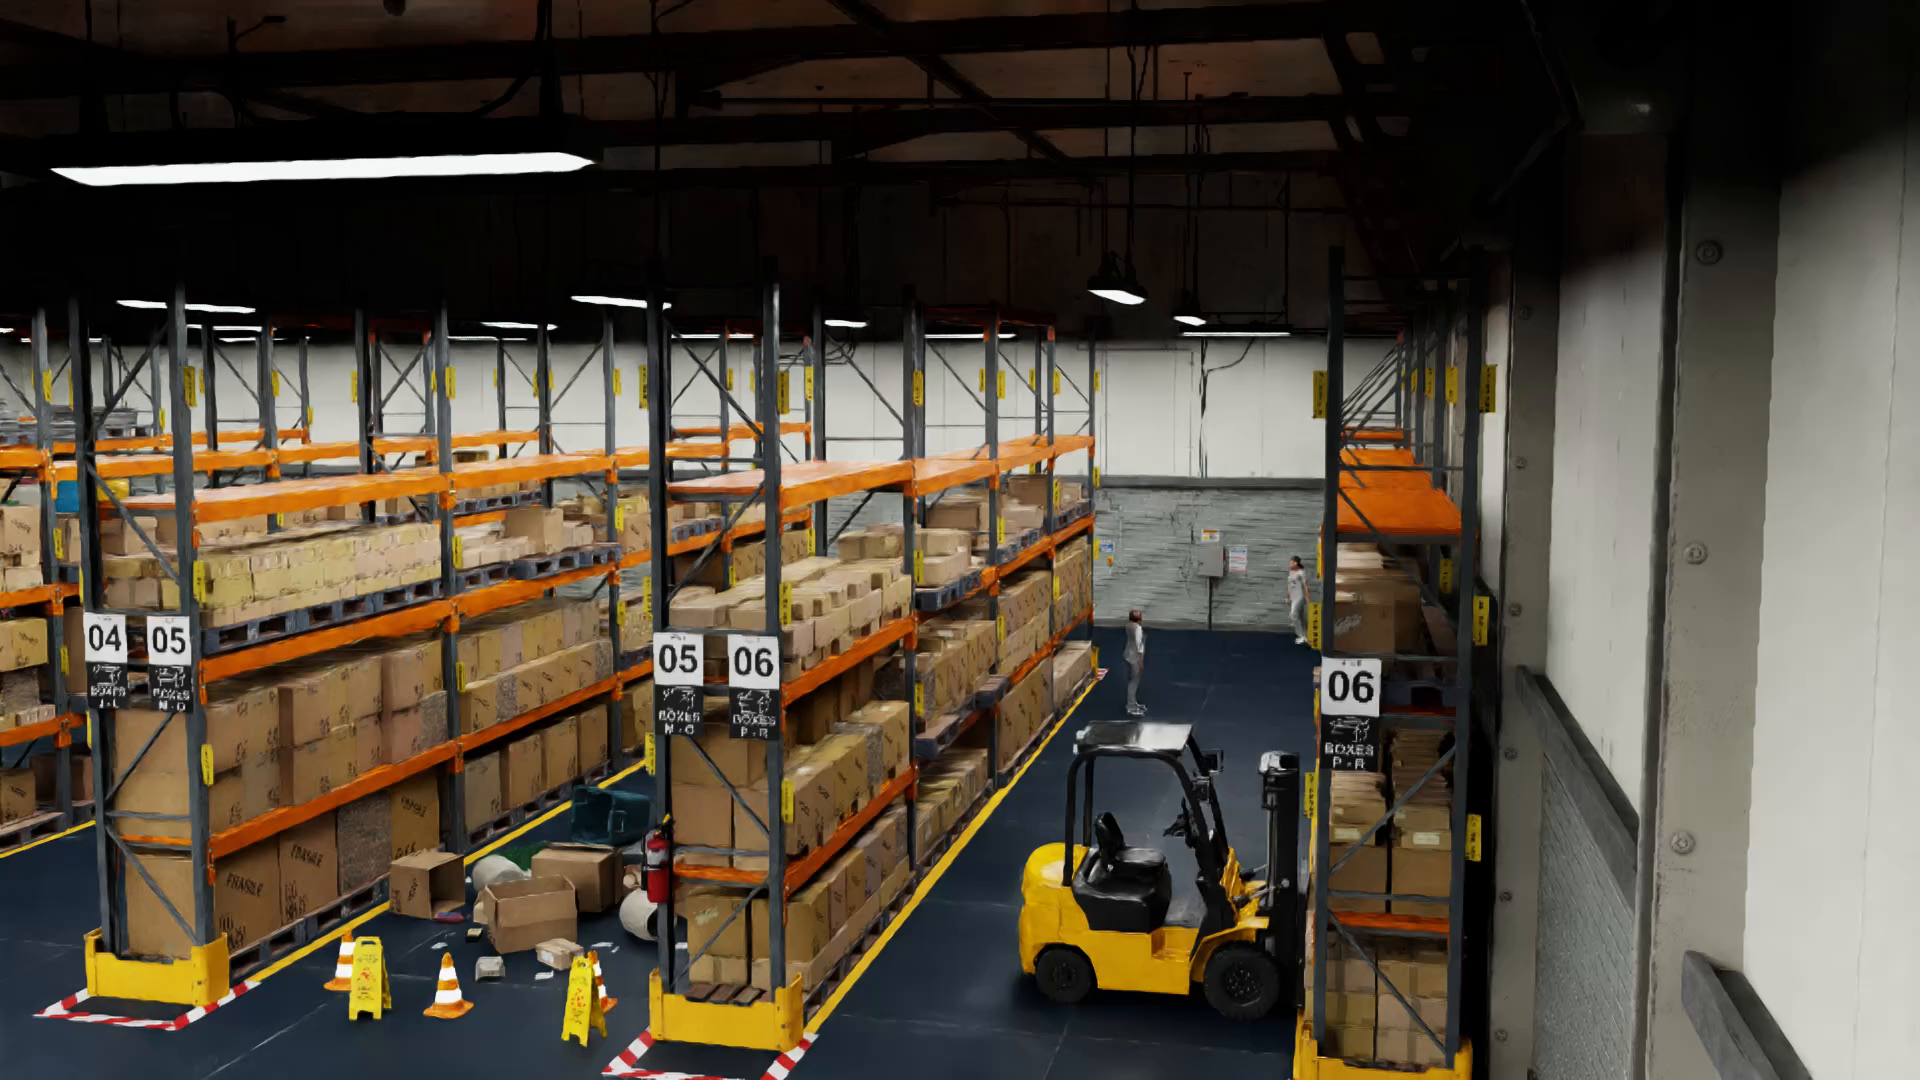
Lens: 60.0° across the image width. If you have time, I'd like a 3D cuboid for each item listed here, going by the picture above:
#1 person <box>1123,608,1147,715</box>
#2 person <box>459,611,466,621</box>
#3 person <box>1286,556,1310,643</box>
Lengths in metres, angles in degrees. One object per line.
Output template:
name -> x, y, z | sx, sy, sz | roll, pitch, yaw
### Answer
person -> 2.665, 1.817, 25.156 | 0.405, 1.600, 0.468 | -2, 6, -19
person -> -7.434, 1.797, 24.911 | 0.540, 1.676, 1.120 | 1, 6, 11
person -> 6.450, 1.124, 31.682 | 0.481, 1.653, 0.566 | -2, 6, -20
